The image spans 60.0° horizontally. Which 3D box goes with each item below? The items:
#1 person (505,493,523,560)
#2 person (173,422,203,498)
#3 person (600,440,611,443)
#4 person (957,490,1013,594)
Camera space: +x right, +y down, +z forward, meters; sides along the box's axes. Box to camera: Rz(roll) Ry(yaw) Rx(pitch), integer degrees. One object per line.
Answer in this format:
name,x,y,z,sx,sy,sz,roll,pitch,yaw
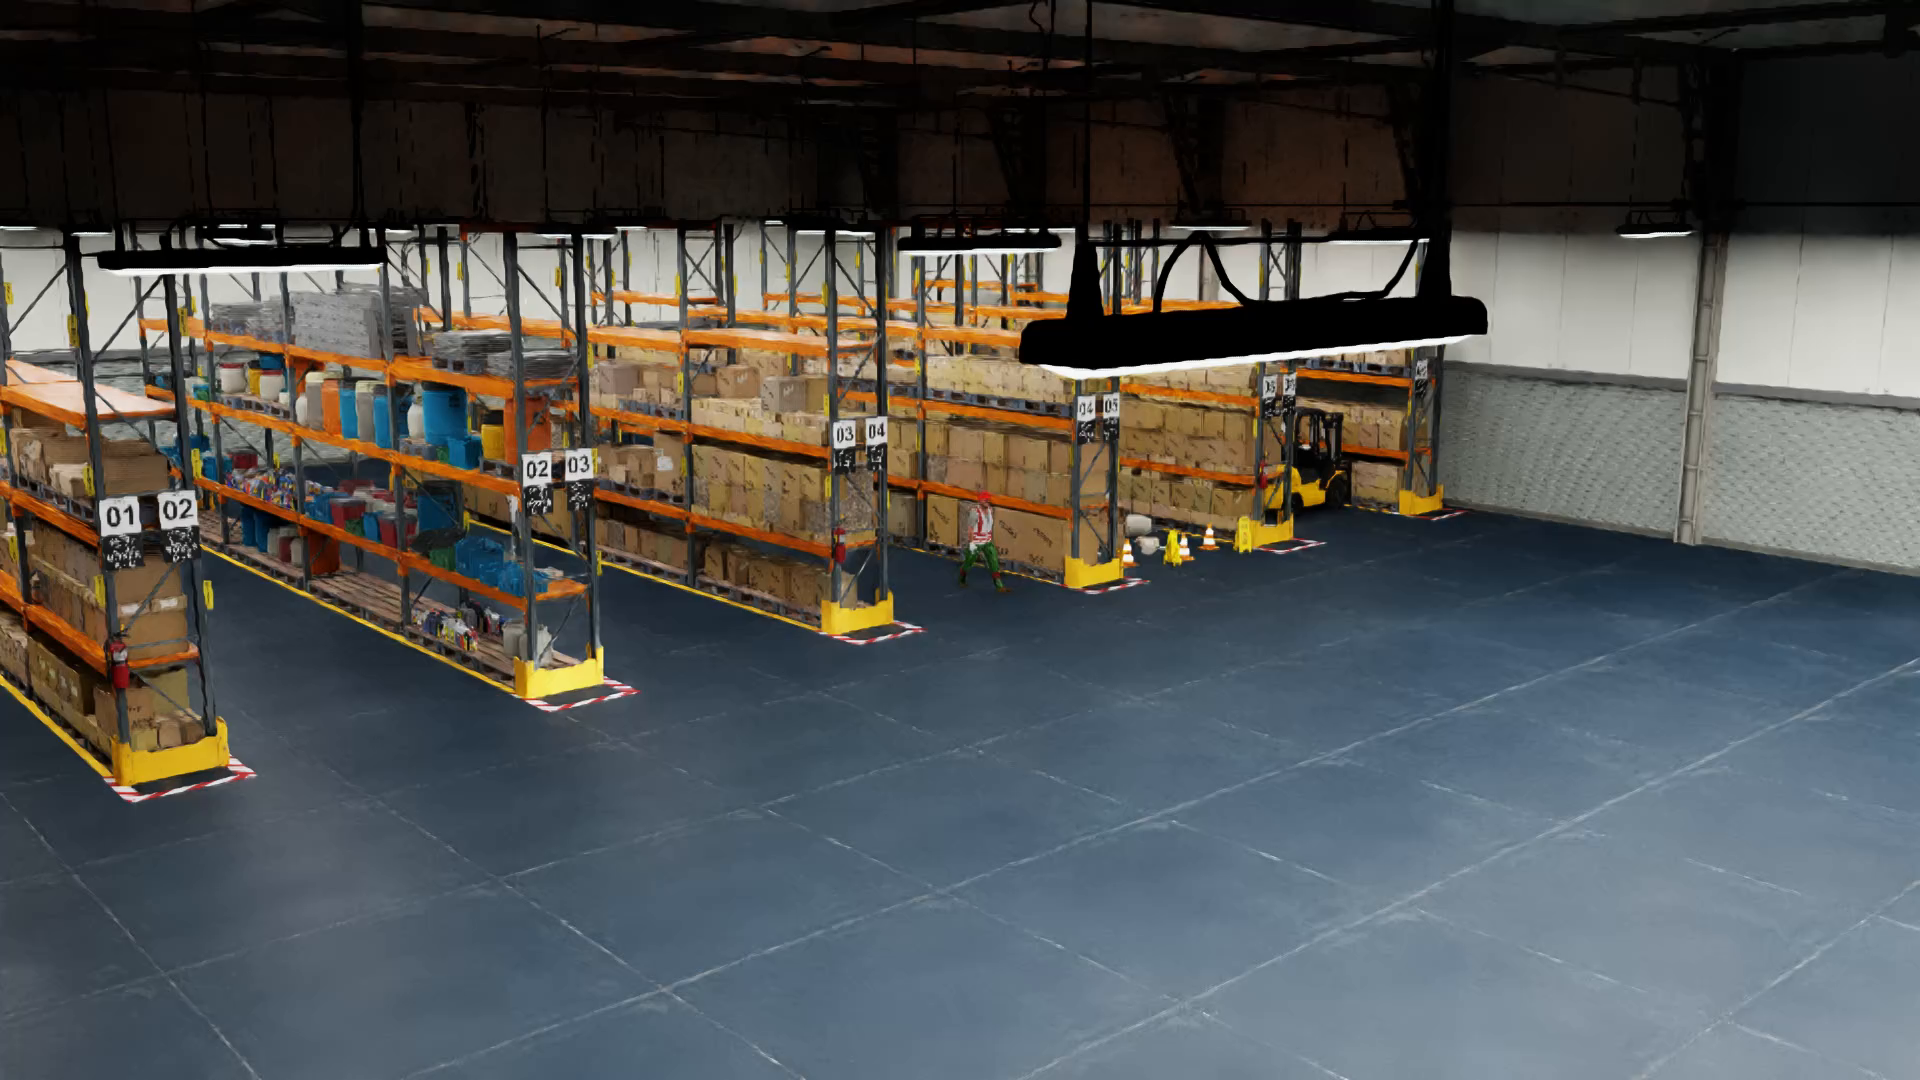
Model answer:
person,-8.050,-0.499,30.050,0.552,1.664,0.573,-4,12,-18
person,-16.809,-1.765,36.191,1.105,1.713,0.580,9,15,39
person,-7.289,-1.264,34.049,0.592,1.629,0.532,-11,16,-42
person,0.371,0.015,27.398,0.553,1.709,1.123,-9,15,-38
